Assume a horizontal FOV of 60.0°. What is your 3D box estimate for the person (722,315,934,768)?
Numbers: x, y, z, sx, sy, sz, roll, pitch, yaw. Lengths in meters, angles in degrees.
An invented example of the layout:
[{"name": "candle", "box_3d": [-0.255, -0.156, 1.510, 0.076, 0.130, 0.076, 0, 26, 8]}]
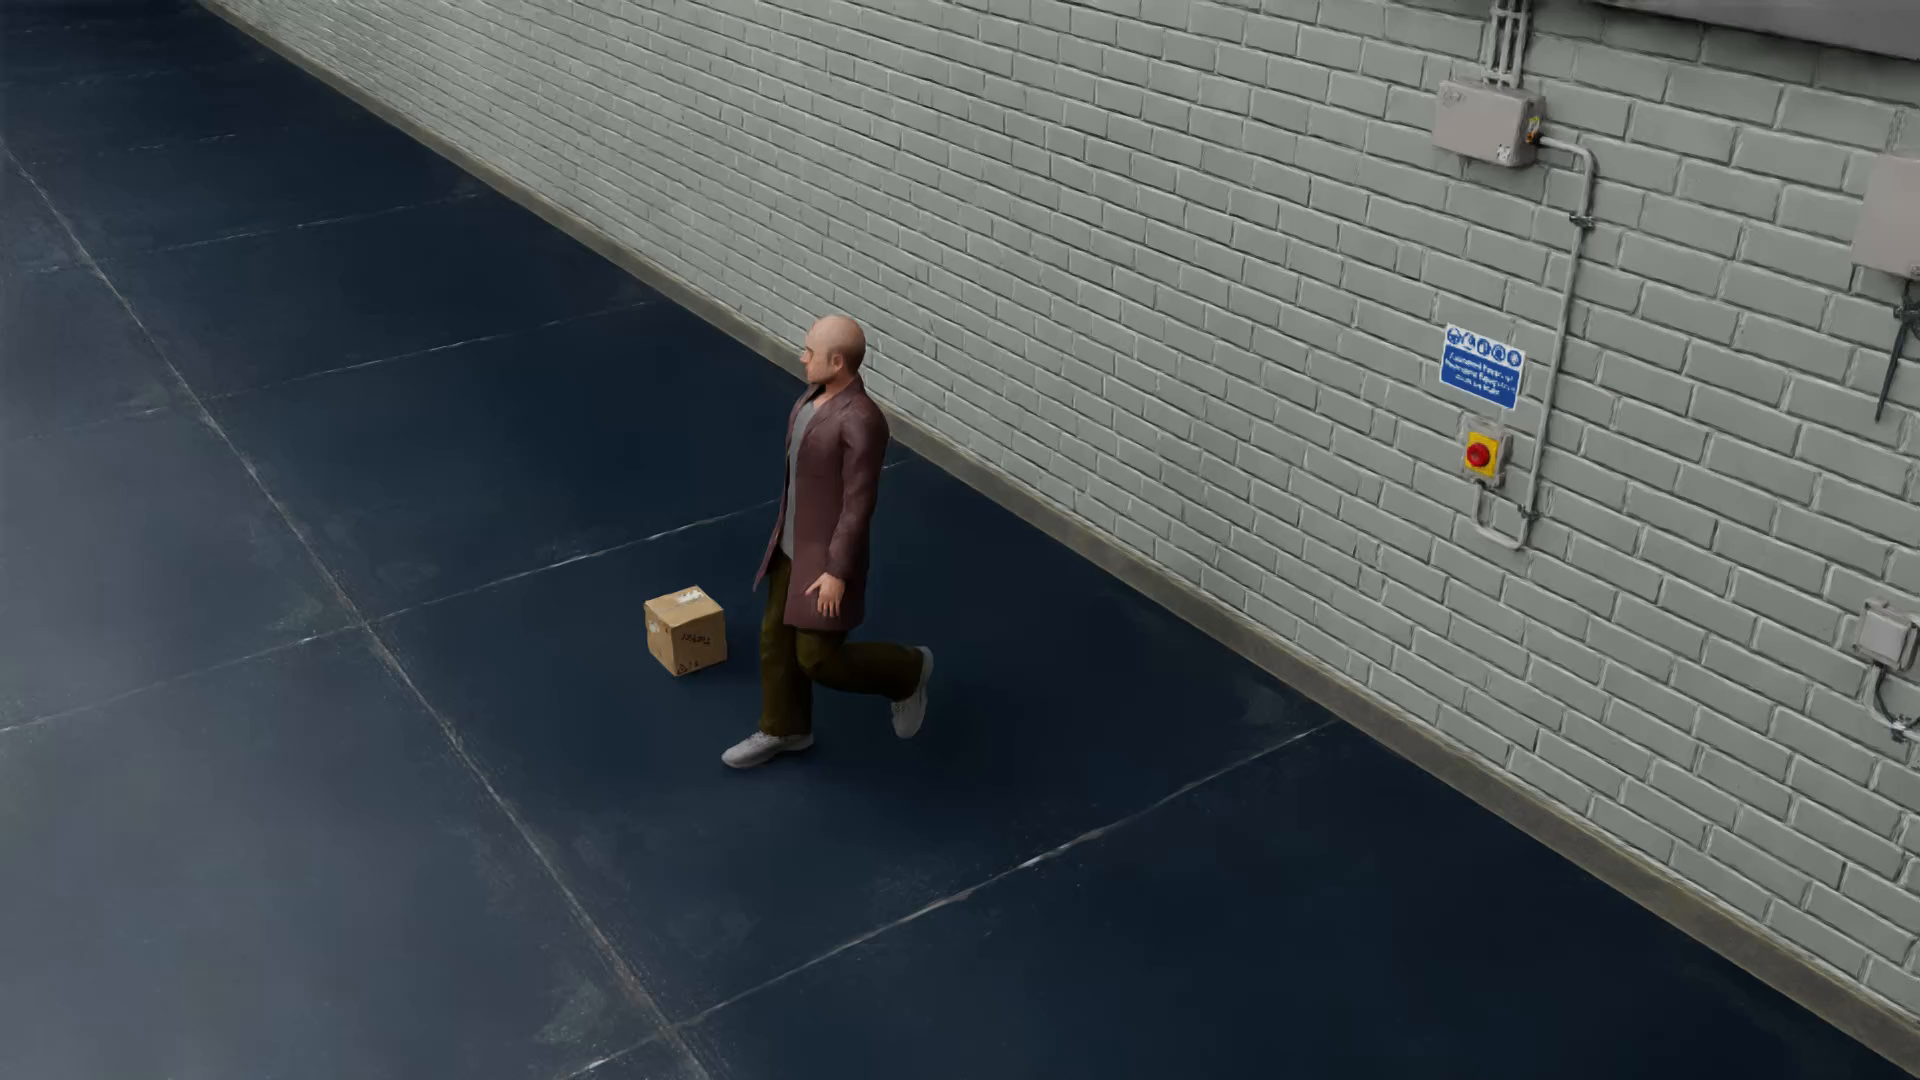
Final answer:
[{"name": "person", "box_3d": [-0.515, 0.038, 6.081, 0.819, 1.764, 0.617, -14, 31, -24]}]
